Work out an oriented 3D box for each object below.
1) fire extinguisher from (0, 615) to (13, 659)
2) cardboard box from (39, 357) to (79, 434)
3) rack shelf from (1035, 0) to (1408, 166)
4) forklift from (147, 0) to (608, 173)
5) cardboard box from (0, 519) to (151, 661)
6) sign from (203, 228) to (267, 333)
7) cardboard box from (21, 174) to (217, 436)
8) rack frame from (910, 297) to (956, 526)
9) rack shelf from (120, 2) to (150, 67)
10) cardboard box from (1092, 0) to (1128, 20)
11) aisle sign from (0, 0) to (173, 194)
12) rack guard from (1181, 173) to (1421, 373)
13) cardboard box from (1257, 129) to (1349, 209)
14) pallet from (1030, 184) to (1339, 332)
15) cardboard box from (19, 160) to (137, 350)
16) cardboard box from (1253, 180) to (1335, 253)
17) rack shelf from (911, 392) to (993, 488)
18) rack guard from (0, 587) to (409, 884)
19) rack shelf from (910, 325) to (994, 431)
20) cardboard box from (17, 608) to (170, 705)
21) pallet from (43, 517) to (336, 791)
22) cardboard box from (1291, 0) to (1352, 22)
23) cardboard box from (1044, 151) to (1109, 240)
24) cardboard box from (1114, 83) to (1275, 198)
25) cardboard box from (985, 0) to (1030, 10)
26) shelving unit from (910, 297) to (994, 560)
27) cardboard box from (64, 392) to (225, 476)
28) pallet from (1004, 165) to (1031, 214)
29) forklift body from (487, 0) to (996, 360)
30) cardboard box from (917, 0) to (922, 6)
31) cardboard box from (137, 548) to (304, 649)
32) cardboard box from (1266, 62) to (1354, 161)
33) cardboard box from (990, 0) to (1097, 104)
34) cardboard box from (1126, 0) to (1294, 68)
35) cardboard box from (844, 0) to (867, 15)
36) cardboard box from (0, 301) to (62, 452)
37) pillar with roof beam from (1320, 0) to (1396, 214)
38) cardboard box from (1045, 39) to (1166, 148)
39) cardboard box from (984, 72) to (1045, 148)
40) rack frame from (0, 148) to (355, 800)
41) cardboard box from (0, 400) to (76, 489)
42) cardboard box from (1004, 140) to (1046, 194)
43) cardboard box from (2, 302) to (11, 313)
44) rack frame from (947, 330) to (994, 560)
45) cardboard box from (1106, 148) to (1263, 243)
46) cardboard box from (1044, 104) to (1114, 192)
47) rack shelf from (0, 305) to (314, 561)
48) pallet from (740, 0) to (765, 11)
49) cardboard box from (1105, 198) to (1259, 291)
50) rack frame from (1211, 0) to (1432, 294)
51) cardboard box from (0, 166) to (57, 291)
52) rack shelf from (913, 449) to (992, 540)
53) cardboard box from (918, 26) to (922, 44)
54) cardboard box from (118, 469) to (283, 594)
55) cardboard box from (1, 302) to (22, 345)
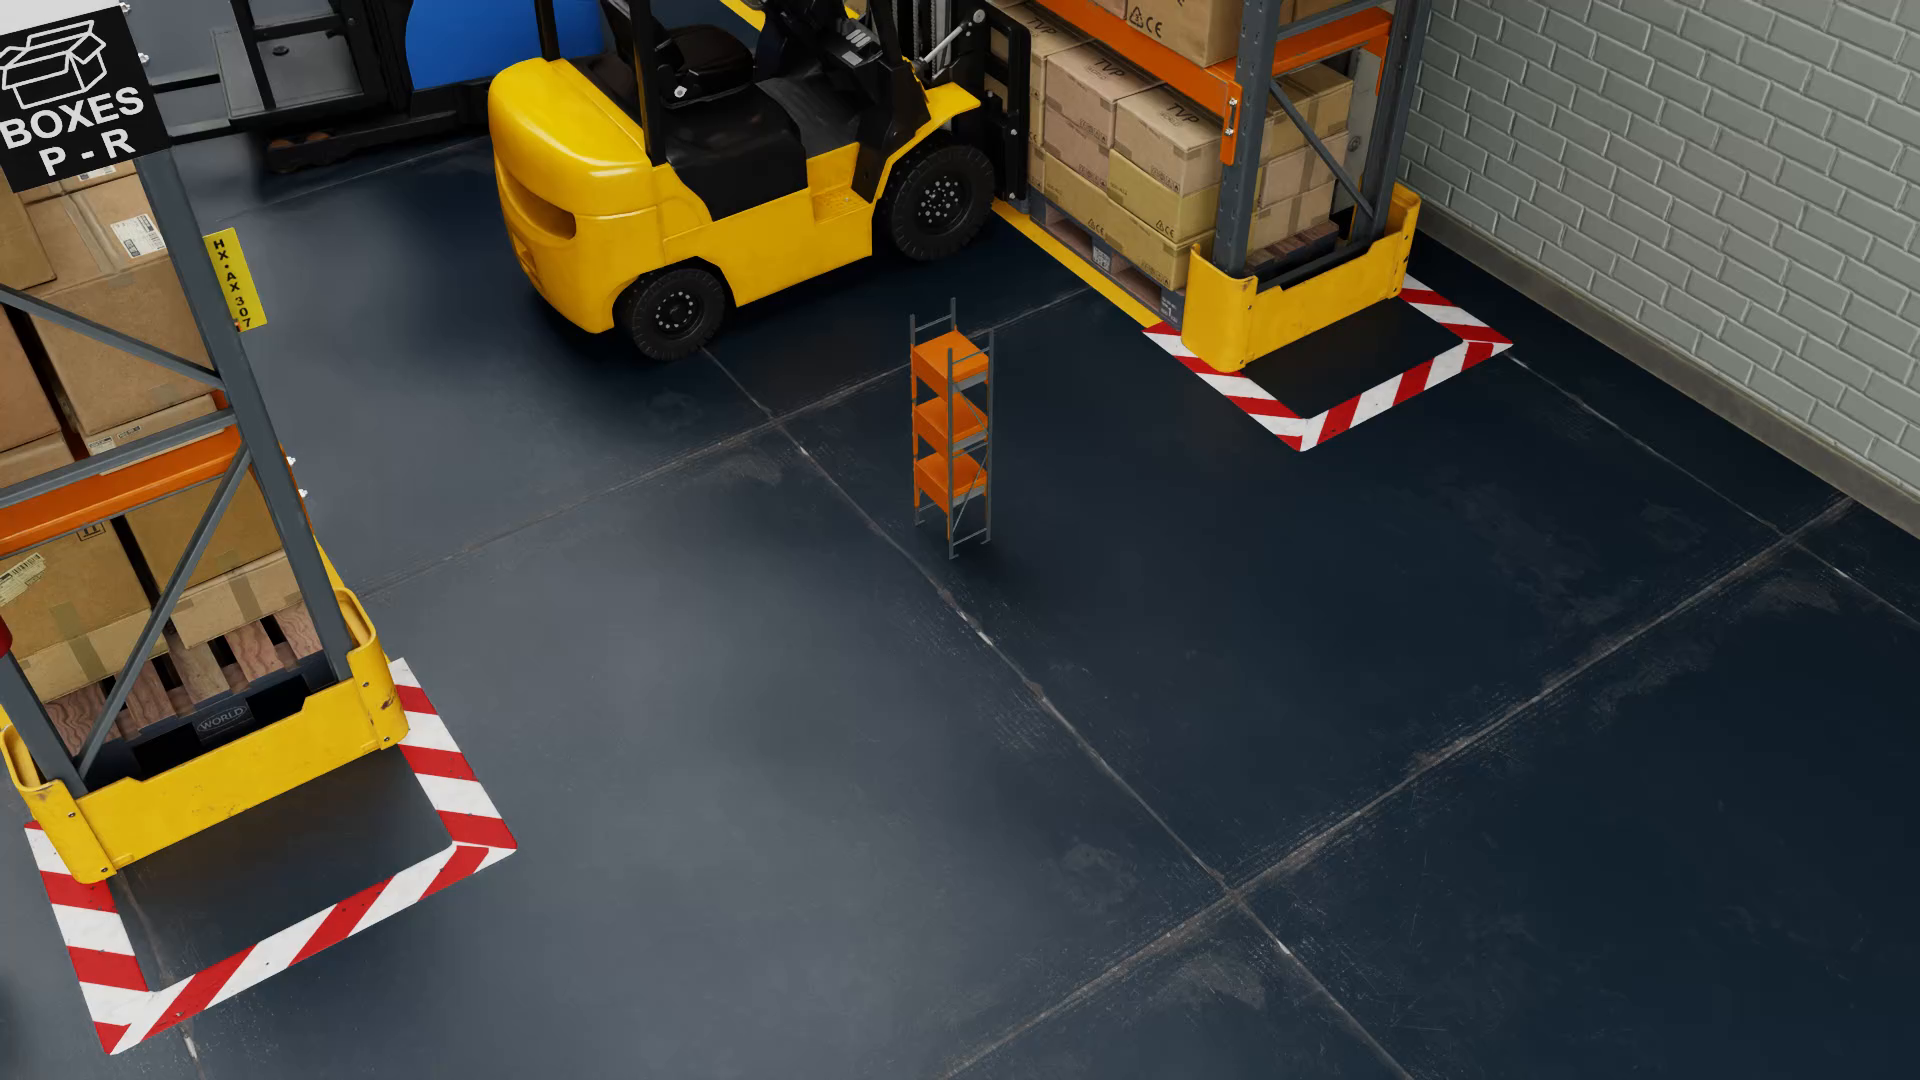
[{"bbox_3d":[-2.819,0.070,4.560,0.296,0.674,0.183,-26,49,-24],"label":"fire extinguisher"},{"bbox_3d":[-2.687,-0.525,5.310,0.380,0.149,0.250,-25,49,-24],"label":"cardboard box"},{"bbox_3d":[0.419,-3.040,8.283,1.077,0.370,4.000,-26,49,-24],"label":"rack shelf"},{"bbox_3d":[-3.502,-3.413,8.203,3.031,2.935,1.130,-16,46,-17],"label":"forklift"},{"bbox_3d":[-3.179,0.016,5.705,0.500,0.500,0.500,-25,49,-24],"label":"cardboard box"},{"bbox_3d":[-2.061,-0.732,4.718,0.100,0.325,0.005,-26,49,-24],"label":"sign"},{"bbox_3d":[-2.550,-0.726,5.050,0.500,0.500,0.500,-26,50,-25],"label":"cardboard box"},{"bbox_3d":[-0.100,-0.479,6.492,0.200,1.050,0.008,-26,49,-24],"label":"rack frame"},{"bbox_3d":[-3.650,-2.162,5.191,1.077,0.370,4.000,-26,49,-24],"label":"rack shelf"},{"bbox_3d":[0.777,-2.676,7.309,0.500,0.500,0.500,-24,49,-23],"label":"cardboard box"},{"bbox_3d":[-2.217,-1.232,3.986,0.394,0.787,0.004,-26,49,-24],"label":"aisle sign"},{"bbox_3d":[1.577,-1.250,7.697,1.175,0.500,0.348,-26,49,-24],"label":"rack guard"},{"bbox_3d":[1.464,-1.854,7.845,0.500,0.250,0.500,-25,49,-24],"label":"cardboard box"},{"bbox_3d":[1.091,-1.575,8.247,1.003,0.211,1.213,-26,49,-24],"label":"pallet"},{"bbox_3d":[-2.849,-1.018,5.356,0.500,0.500,0.500,-24,49,-23],"label":"cardboard box"},{"bbox_3d":[1.442,-1.680,8.025,0.500,0.250,0.500,-26,49,-24],"label":"cardboard box"},{"bbox_3d":[-0.031,-0.402,6.427,0.215,0.259,0.240,-26,49,-24],"label":"rack shelf"},{"bbox_3d":[-2.550,0.657,5.700,1.175,0.500,0.348,-26,49,-24],"label":"rack guard"},{"bbox_3d":[-0.031,-0.608,6.231,0.215,0.259,0.240,-26,49,-24],"label":"rack shelf"},{"bbox_3d":[-3.203,0.273,5.979,0.500,0.250,0.500,-26,49,-25],"label":"cardboard box"},{"bbox_3d":[-2.986,0.287,6.297,1.003,0.211,1.213,-26,49,-24],"label":"pallet"},{"bbox_3d":[1.507,-2.594,7.222,0.500,0.500,0.500,-24,49,-23],"label":"cardboard box"},{"bbox_3d":[0.758,-1.751,8.100,0.500,0.250,0.500,-26,49,-24],"label":"cardboard box"},{"bbox_3d":[1.044,-1.824,7.451,0.500,0.250,0.500,-24,49,-23],"label":"cardboard box"},{"bbox_3d":[0.166,-2.683,8.351,0.500,0.250,0.500,-27,50,-25],"label":"cardboard box"},{"bbox_3d":[-0.031,-0.410,6.419,0.215,1.050,0.252,-26,49,-24],"label":"shelving unit"},{"bbox_3d":[-2.531,-0.388,5.166,0.380,0.149,0.250,-26,49,-24],"label":"cardboard box"},{"bbox_3d":[0.397,-2.266,8.970,1.003,0.211,1.213,-26,49,-24],"label":"pallet"},{"bbox_3d":[-1.018,-2.214,7.511,2.313,2.155,1.214,-26,49,-24],"label":"forklift body"},{"bbox_3d":[-0.128,-2.983,8.666,0.500,0.250,0.500,-24,49,-23],"label":"cardboard box"},{"bbox_3d":[-2.741,0.072,6.189,0.500,0.250,0.500,-26,49,-25],"label":"cardboard box"},{"bbox_3d":[1.443,-2.033,7.671,0.500,0.250,0.500,-26,50,-25],"label":"cardboard box"},{"bbox_3d":[0.450,-2.393,8.047,0.500,0.250,0.500,-25,49,-24],"label":"cardboard box"},{"bbox_3d":[1.066,-2.379,6.997,0.500,0.500,0.500,-27,50,-25],"label":"cardboard box"},{"bbox_3d":[-0.412,-3.091,9.140,0.500,0.250,0.500,-26,49,-25],"label":"cardboard box"},{"bbox_3d":[-3.043,-0.547,4.863,0.500,0.500,0.500,-27,50,-25],"label":"cardboard box"},{"bbox_3d":[-1.627,-3.387,3.781,9.100,9.000,0.400,-26,49,-24],"label":"pillar with roof beam"},{"bbox_3d":[0.747,-2.111,7.752,0.500,0.250,0.500,-25,49,-24],"label":"cardboard box"},{"bbox_3d":[0.437,-2.230,8.239,0.500,0.250,0.500,-27,50,-25],"label":"cardboard box"},{"bbox_3d":[-2.506,-0.205,4.792,1.000,3.000,0.127,-26,49,-24],"label":"rack frame"},{"bbox_3d":[-2.896,-0.241,5.012,0.380,0.149,0.250,-24,49,-23],"label":"cardboard box"},{"bbox_3d":[0.479,-2.038,8.400,0.500,0.250,0.500,-25,49,-24],"label":"cardboard box"},{"bbox_3d":[-3.464,-0.829,5.628,0.380,0.149,0.250,-25,49,-24],"label":"cardboard box"},{"bbox_3d":[0.039,-0.341,6.347,0.200,1.050,0.008,-26,49,-24],"label":"rack frame"},{"bbox_3d":[1.028,-1.658,7.639,0.500,0.250,0.500,-26,50,-25],"label":"cardboard box"},{"bbox_3d":[0.750,-1.946,7.941,0.500,0.250,0.500,-26,50,-25],"label":"cardboard box"},{"bbox_3d":[-3.650,-1.077,6.227,1.077,0.370,4.000,-26,49,-24],"label":"rack shelf"},{"bbox_3d":[-1.179,-3.826,10.605,1.003,0.211,1.213,-26,49,-24],"label":"pallet"},{"bbox_3d":[1.035,-1.466,7.801,0.500,0.250,0.500,-25,49,-24],"label":"cardboard box"},{"bbox_3d":[1.563,-2.167,6.848,1.000,3.000,0.127,-26,49,-24],"label":"rack frame"},{"bbox_3d":[-2.978,-0.913,4.522,0.700,0.500,0.500,-27,50,-25],"label":"cardboard box"},{"bbox_3d":[-0.031,-0.201,6.618,0.215,0.259,0.240,-26,49,-24],"label":"rack shelf"},{"bbox_3d":[-0.134,-2.801,8.837,0.500,0.250,0.500,-26,50,-25],"label":"cardboard box"},{"bbox_3d":[-2.755,-0.212,5.944,0.500,0.500,0.500,-27,50,-26],"label":"cardboard box"},{"bbox_3d":[-3.325,-0.832,5.162,0.500,0.500,0.500,-26,49,-24],"label":"cardboard box"}]
